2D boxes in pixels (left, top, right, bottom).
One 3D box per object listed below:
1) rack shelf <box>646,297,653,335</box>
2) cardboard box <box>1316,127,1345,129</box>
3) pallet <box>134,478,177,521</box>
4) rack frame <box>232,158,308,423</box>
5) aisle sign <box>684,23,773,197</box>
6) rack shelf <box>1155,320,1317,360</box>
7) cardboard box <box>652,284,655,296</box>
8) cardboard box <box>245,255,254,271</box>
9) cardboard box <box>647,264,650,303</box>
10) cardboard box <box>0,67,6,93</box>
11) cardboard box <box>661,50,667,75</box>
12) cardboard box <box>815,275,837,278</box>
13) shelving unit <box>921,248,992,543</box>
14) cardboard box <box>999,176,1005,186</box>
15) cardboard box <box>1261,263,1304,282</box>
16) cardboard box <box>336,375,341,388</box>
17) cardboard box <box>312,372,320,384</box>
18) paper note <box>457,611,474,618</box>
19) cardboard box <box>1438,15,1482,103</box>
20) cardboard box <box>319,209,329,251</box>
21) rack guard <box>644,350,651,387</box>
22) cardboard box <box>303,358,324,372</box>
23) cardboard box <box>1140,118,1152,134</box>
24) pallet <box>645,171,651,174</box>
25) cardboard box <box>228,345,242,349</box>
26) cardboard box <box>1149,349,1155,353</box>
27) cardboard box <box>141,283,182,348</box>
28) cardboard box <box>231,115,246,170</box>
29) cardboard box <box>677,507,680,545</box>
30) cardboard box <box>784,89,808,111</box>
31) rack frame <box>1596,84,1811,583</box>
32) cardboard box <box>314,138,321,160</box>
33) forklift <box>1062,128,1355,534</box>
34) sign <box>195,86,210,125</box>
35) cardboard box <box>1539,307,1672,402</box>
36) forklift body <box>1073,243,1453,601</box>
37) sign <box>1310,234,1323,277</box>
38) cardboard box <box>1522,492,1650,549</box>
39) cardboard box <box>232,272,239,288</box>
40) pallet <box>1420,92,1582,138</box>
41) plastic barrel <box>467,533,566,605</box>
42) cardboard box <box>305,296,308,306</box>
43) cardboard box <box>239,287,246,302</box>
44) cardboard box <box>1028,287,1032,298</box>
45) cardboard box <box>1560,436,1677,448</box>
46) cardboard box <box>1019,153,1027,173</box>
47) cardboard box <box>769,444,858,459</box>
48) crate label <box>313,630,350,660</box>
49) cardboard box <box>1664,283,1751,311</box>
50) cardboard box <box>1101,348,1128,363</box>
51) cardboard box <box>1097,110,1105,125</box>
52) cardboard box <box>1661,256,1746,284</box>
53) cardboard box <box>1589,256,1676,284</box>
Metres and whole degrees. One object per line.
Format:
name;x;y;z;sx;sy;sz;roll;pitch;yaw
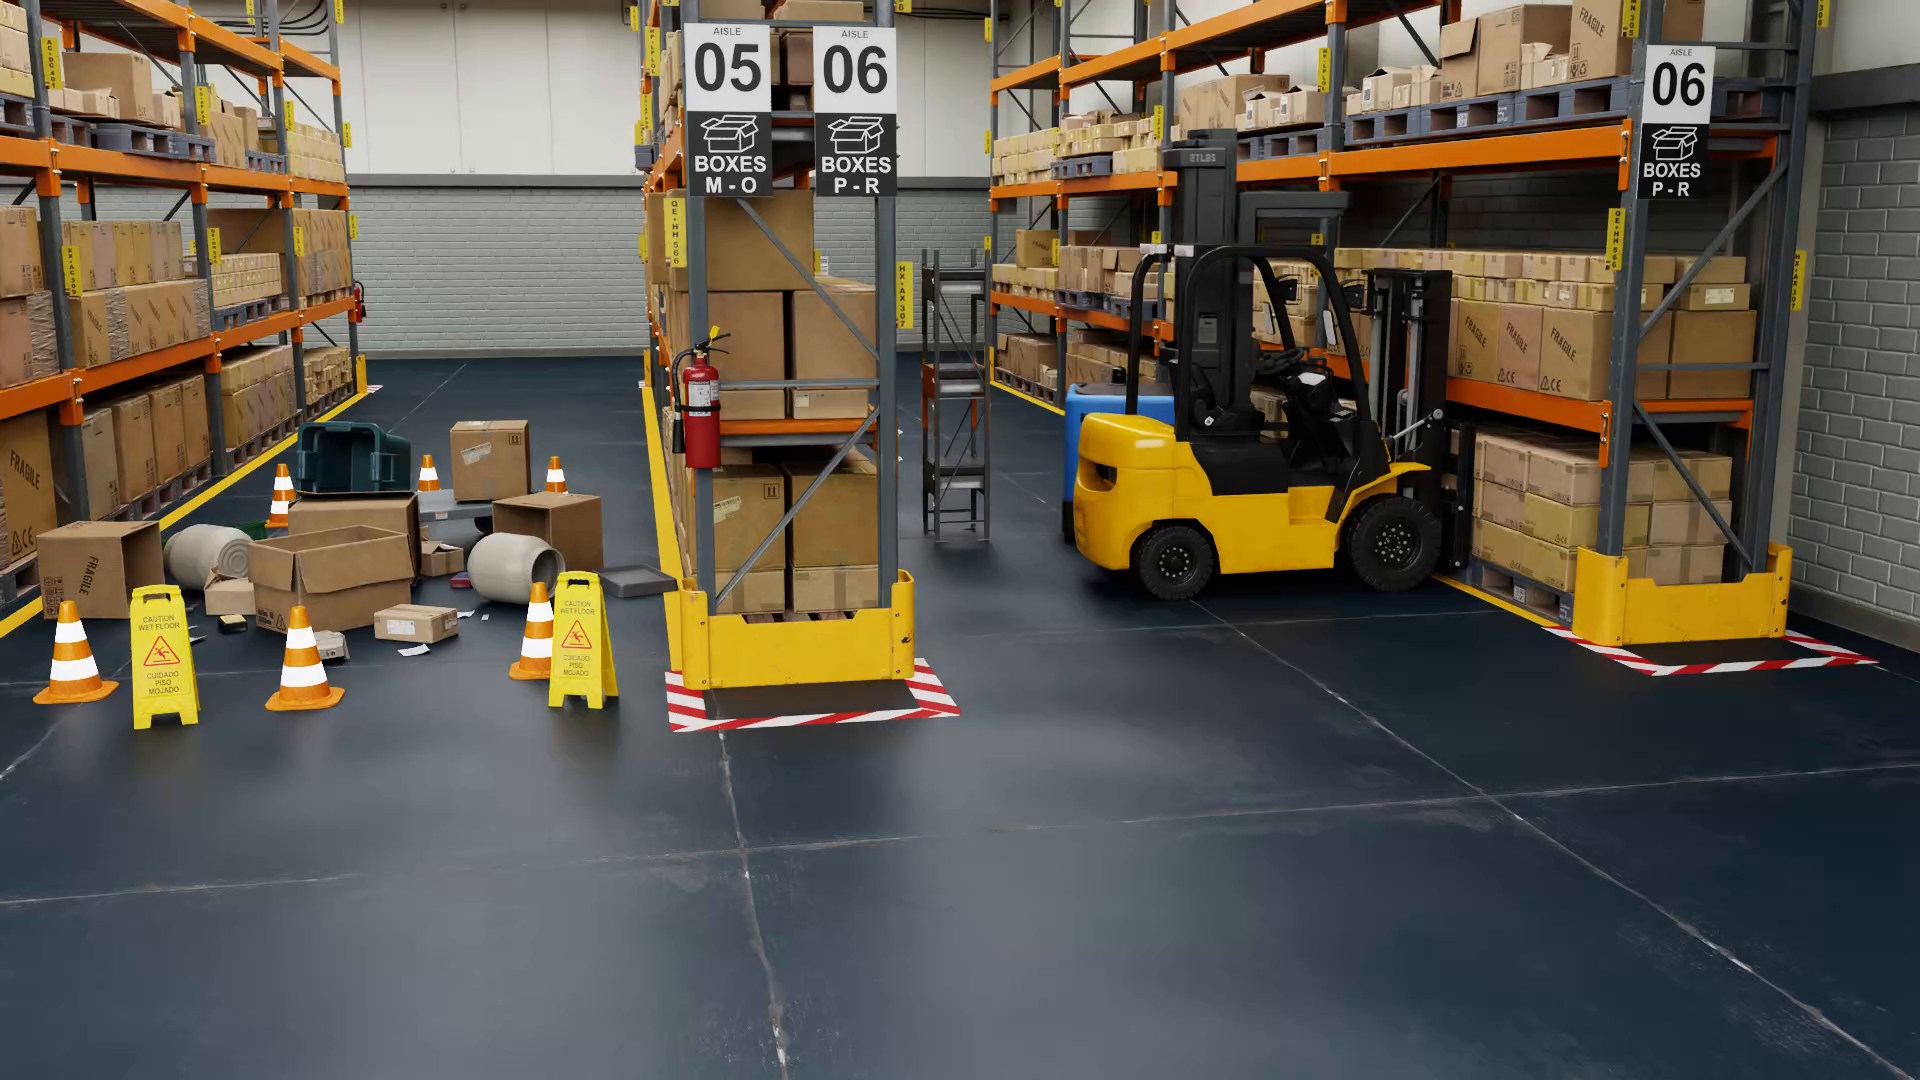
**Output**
rack shelf;-3.537;-2.979;21.747;1.077;0.370;4.000;-2;11;-11
cardboard box;3.137;-3.489;13.765;0.380;0.149;0.250;-2;11;-11
pallet;-6.893;-0.292;13.169;1.003;0.211;1.213;-2;11;-11
rack frame;-7.984;-2.767;18.710;1.000;3.000;0.127;-2;11;-11
aisle sign;-1.087;-2.019;7.831;0.394;0.787;0.004;-2;11;-11
rack shelf;2.887;-1.692;14.990;1.077;0.370;4.000;-2;11;-11
cardboard box;-2.937;-2.670;17.267;0.500;0.250;0.500;-2;11;-12
cardboard box;-7.462;-2.836;17.033;0.380;0.149;0.250;-3;11;-14
cardboard box;-3.707;-3.276;21.118;0.500;0.500;0.500;-2;11;-12
cardboard box;-5.943;-2.756;9.914;0.380;0.149;0.250;-2;11;-10
cardboard box;-1.705;-3.026;10.587;0.380;0.149;0.250;-2;11;-11
cardboard box;-1.050;-1.432;10.632;0.500;0.500;0.500;-2;11;-9
shelving unit;-0.032;-1.062;12.160;0.431;2.100;0.503;-2;11;-11
cardboard box;0.776;-5.163;23.951;0.380;0.149;0.250;-2;11;-10
cardboard box;2.746;-2.238;13.932;0.380;0.149;0.250;-2;11;-13
cardboard box;-8.167;-2.033;21.355;0.380;0.149;0.250;-3;11;-14
cardboard box;-8.041;-1.984;20.304;0.380;0.149;0.250;-2;11;-8
paper note;-2.969;0.438;9.846;0.148;0.019;0.142;2;11;9
cardboard box;3.551;-3.098;10.760;0.797;0.503;0.637;-2;11;-9
cardboard box;-8.115;-3.827;20.543;0.500;0.500;0.500;-3;11;-13
rack guard;-3.931;-2.475;23.864;1.175;0.500;0.348;-2;11;-11
cardboard box;-7.984;-2.129;20.272;0.380;0.149;0.250;-2;11;-10
cardboard box;2.092;-4.306;17.314;0.380;0.149;0.250;-2;11;-13
pallet;-2.768;-3.933;17.323;1.003;0.211;1.213;-2;11;-8
cardboard box;-8.100;-1.968;18.071;0.500;0.250;0.500;-3;11;-14
cardboard box;2.387;-2.103;19.050;0.380;0.149;0.250;-3;11;-13
cardboard box;-6.663;-1.826;13.500;0.500;0.500;0.500;-2;11;-12
cardboard box;-7.263;-3.853;16.128;0.500;0.500;0.500;-2;11;-11
cardboard box;-1.628;-0.138;11.129;0.500;0.250;0.500;-1;11;-8
cardboard box;-0.699;-2.232;8.550;0.380;0.149;0.250;-2;11;-13
rack frame;4.054;-0.945;9.141;1.000;3.000;0.127;-2;11;-11
cardboard box;-8.139;-4.790;20.380;0.500;0.250;0.500;-3;11;-13
forklift;2.288;-1.483;12.151;3.031;2.935;1.130;1;11;5
sign;-6.660;-3.818;14.617;0.100;0.325;0.005;-2;11;-11
cardboard box;3.700;-1.075;9.556;0.500;0.500;0.500;-2;11;-12
forklift body;1.895;-0.810;10.700;2.313;2.155;1.214;-2;11;-11
sign;2.745;-2.187;12.782;0.100;0.325;0.005;-2;11;-11
cardboard box;3.652;-0.124;9.722;0.500;0.250;0.500;-2;11;-12
cardboard box;-7.310;-2.548;16.317;0.380;0.149;0.250;-2;11;-11
pallet;3.701;-2.730;10.734;1.003;0.211;1.213;-2;11;-11
plastic barrel;-2.701;0.178;10.131;0.512;0.421;0.421;6;12;28
cardboard box;-7.992;-2.849;19.813;0.380;0.149;0.250;-3;11;-14
cardboard box;-7.355;-2.448;16.586;0.380;0.149;0.250;-2;11;-10
cardboard box;1.127;-3.356;22.478;0.380;0.149;0.250;-2;11;-11
cardboard box;4.045;-0.479;10.246;0.500;0.250;0.500;-2;11;-11
cardboard box;1.090;-5.054;22.310;0.500;0.250;0.500;-2;11;-12
cardboard box;-0.901;-0.339;10.178;0.500;0.500;0.500;-2;11;-10
crate label;-3.400;0.571;8.831;0.250;0.136;0.298;-9;14;-40
cardboard box;4.242;-1.385;9.448;0.380;0.149;0.250;-2;11;-12
cardboard box;1.844;-2.131;19.196;0.380;0.149;0.250;-2;11;-9
cardboard box;1.846;-5.048;20.051;0.396;0.266;0.258;-2;11;-12
cardboard box;4.198;-1.529;9.408;0.380;0.149;0.250;-2;11;-12
cardboard box;3.777;-1.517;9.349;0.380;0.149;0.250;-2;11;-11
